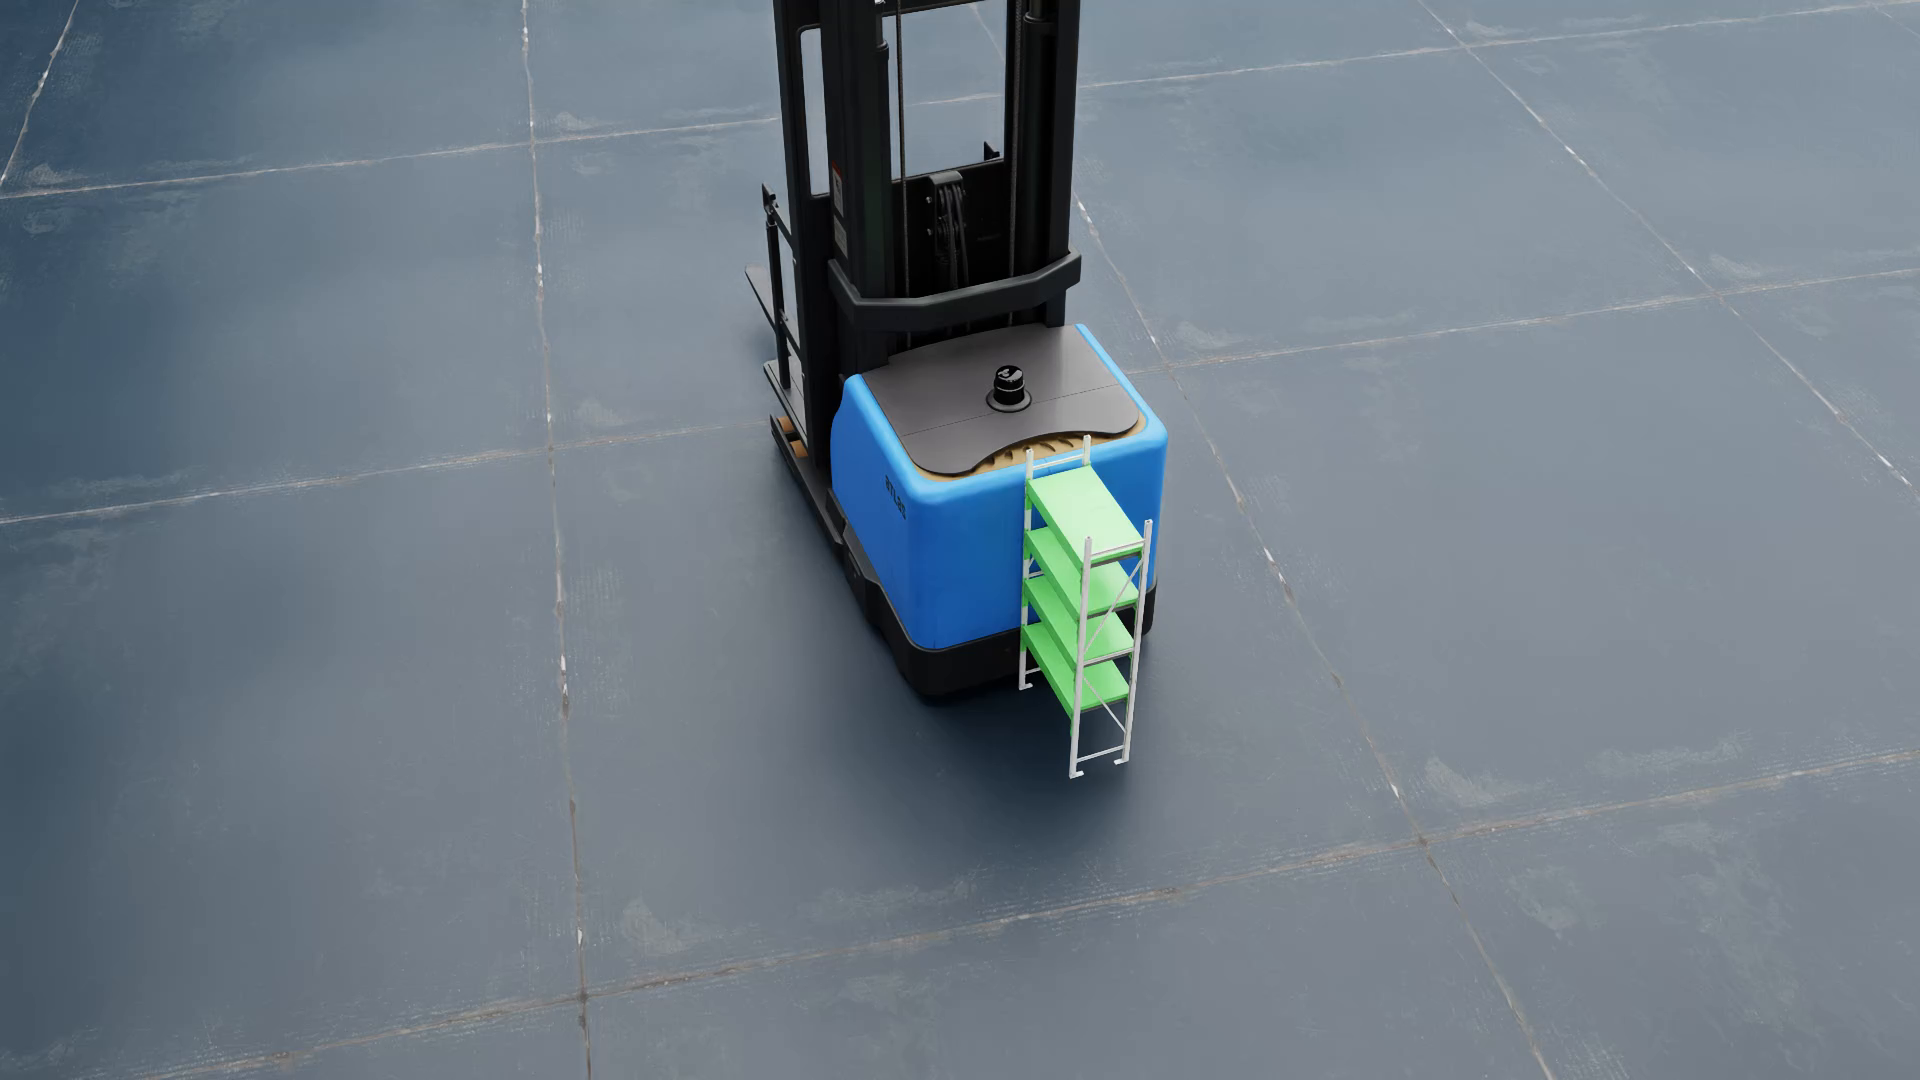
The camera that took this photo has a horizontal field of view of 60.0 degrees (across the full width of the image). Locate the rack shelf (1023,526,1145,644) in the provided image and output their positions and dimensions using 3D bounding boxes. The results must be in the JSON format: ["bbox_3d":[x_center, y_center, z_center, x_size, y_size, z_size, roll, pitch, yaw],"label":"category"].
[{"bbox_3d":[0.435,0.131,5.933,0.258,0.148,0.480,-15,44,-16],"label":"rack shelf"}]

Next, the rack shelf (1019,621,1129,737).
[{"bbox_3d":[0.435,0.490,6.252,0.258,0.148,0.480,-15,44,-16],"label":"rack shelf"}]

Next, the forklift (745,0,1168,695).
[{"bbox_3d":[-0.228,-1.481,6.710,1.130,2.935,3.031,-15,44,-16],"label":"forklift"}]

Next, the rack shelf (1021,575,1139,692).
[{"bbox_3d":[0.435,0.311,6.093,0.258,0.148,0.480,-15,44,-16],"label":"rack shelf"}]

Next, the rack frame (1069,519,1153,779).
[{"bbox_3d":[0.524,0.414,5.880,0.240,1.200,0.015,-15,44,-16],"label":"rack frame"}]

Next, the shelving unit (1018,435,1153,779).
[{"bbox_3d":[0.435,0.263,6.050,0.258,1.200,0.503,-15,44,-16],"label":"shelving unit"}]

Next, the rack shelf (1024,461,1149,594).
[{"bbox_3d":[0.435,-0.048,5.774,0.258,0.148,0.480,-15,44,-16],"label":"rack shelf"}]

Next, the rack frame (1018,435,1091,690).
[{"bbox_3d":[0.346,0.112,6.220,0.240,1.200,0.015,-15,44,-16],"label":"rack frame"}]
